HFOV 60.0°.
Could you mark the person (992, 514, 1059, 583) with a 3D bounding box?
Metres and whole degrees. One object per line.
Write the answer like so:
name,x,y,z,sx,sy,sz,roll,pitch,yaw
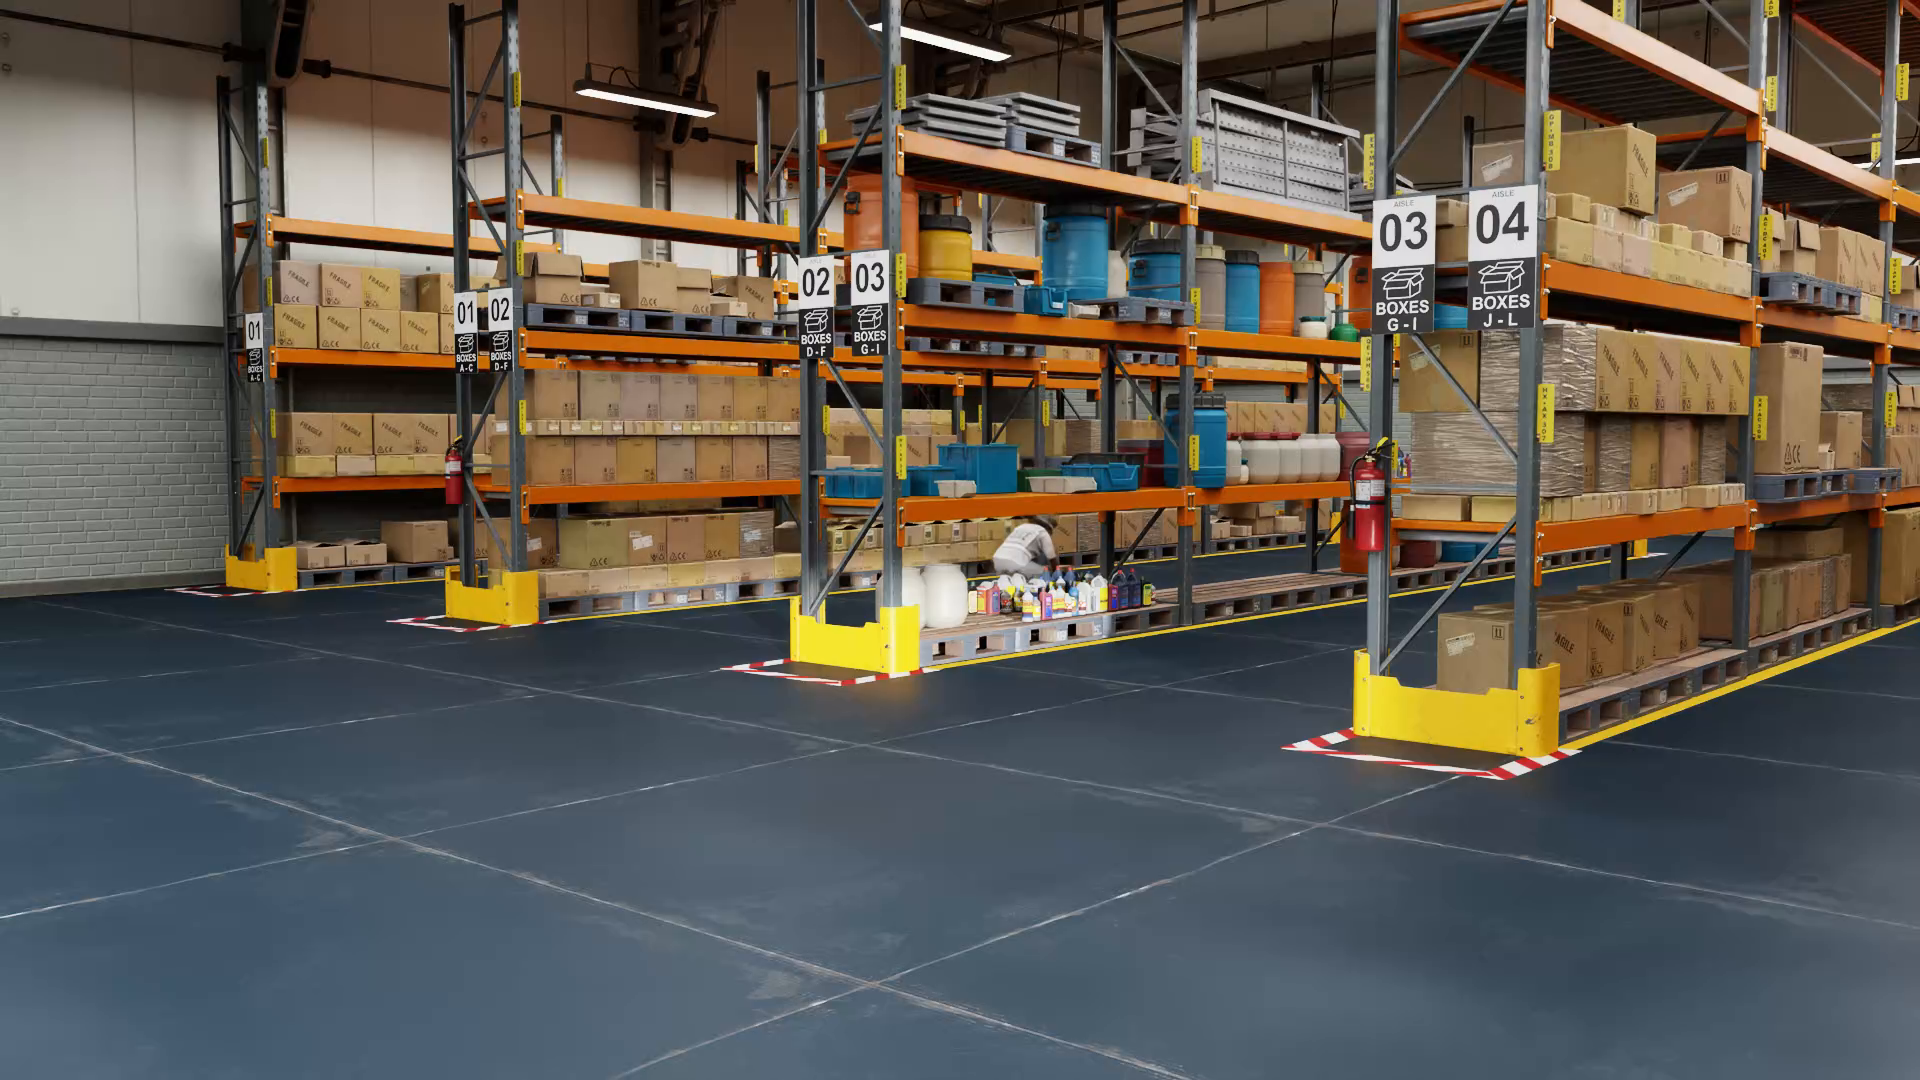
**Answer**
person,0.698,0.235,17.039,0.834,1.003,0.485,-3,5,-41
